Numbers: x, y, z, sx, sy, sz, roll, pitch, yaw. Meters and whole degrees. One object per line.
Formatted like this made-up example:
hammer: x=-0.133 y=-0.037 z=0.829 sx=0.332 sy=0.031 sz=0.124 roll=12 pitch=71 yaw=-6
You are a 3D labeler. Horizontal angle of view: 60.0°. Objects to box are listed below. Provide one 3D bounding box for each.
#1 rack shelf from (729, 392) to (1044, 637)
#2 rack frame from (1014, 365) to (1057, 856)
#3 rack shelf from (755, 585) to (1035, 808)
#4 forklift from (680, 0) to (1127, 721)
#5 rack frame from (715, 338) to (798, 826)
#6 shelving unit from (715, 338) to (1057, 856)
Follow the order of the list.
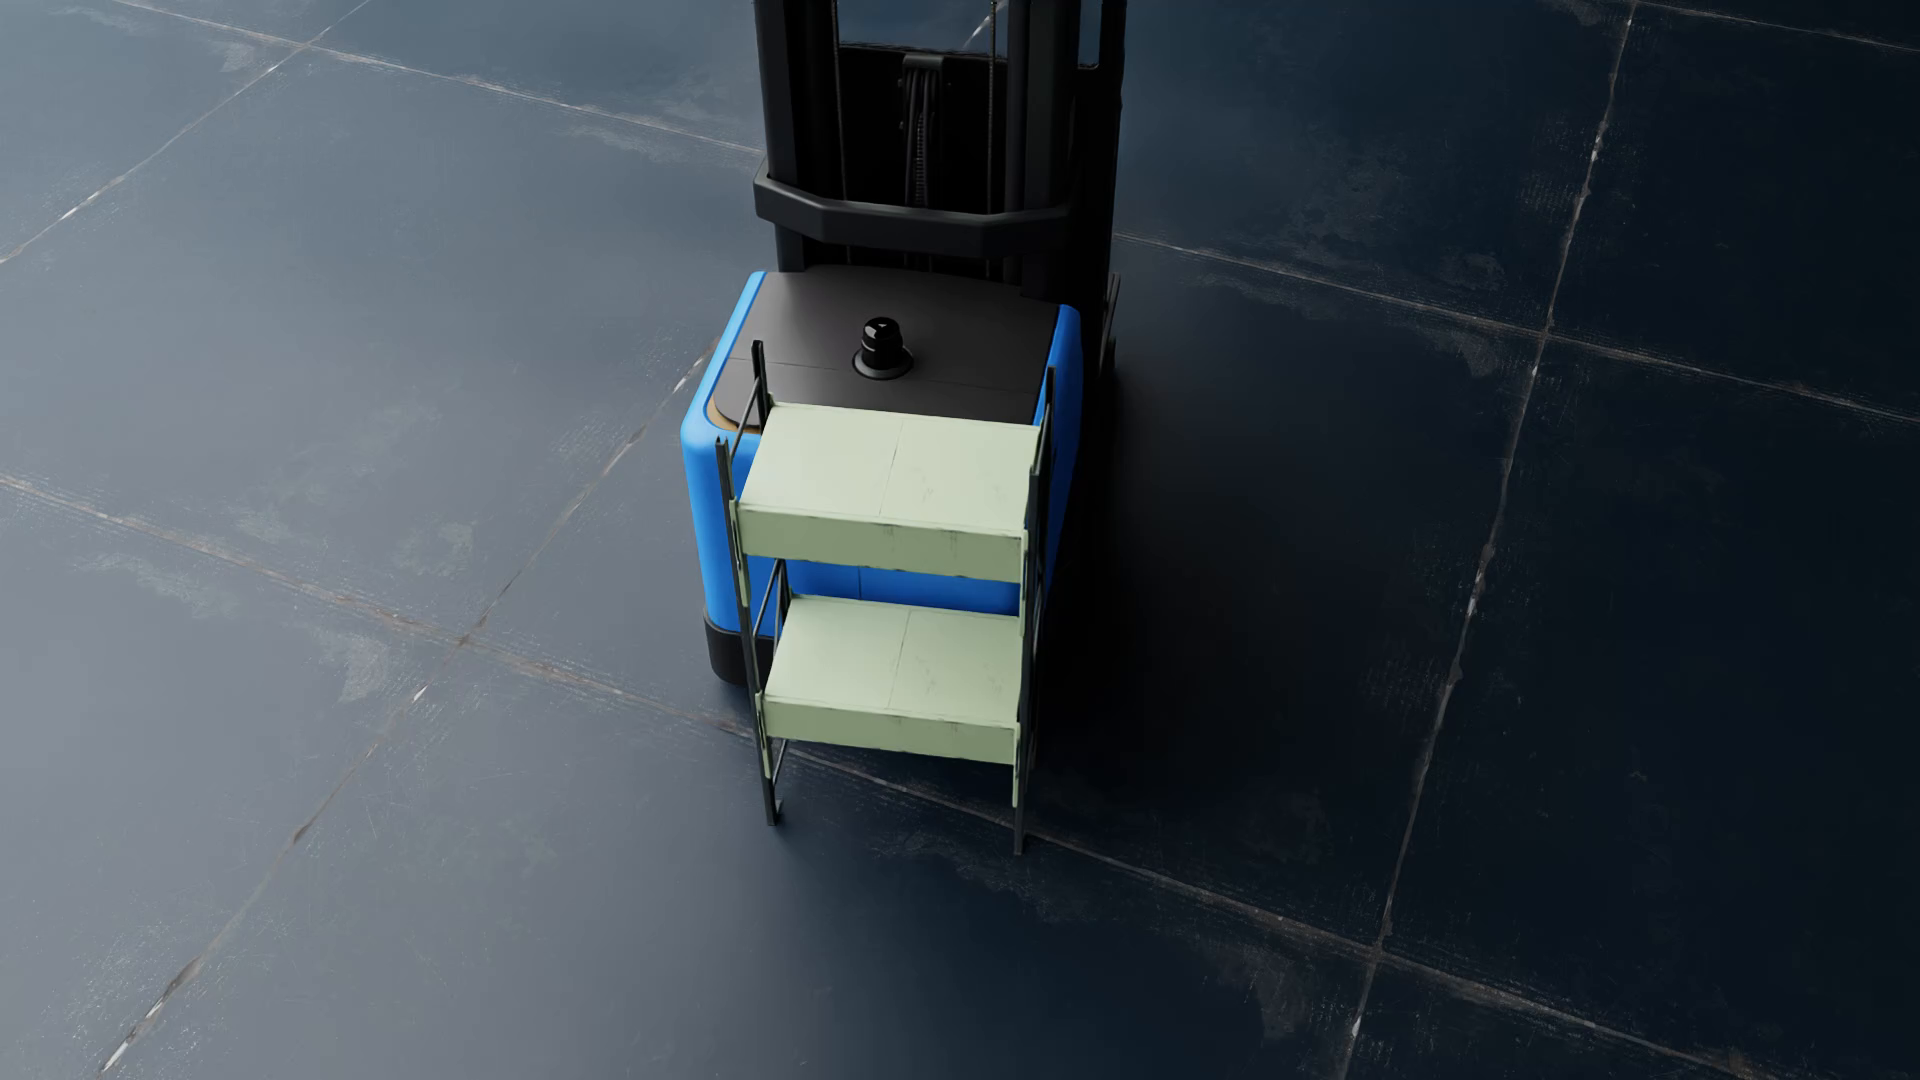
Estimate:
rack shelf: x=-0.166 y=-0.068 z=4.202 sx=0.720 sy=0.370 sz=0.431 roll=6 pitch=45 yaw=6
rack frame: x=0.196 y=0.245 z=4.440 sx=0.023 sy=1.500 sz=0.400 roll=6 pitch=45 yaw=6
rack shelf: x=-0.166 y=0.439 z=4.707 sx=0.720 sy=0.370 sz=0.431 roll=6 pitch=45 yaw=6
forklift: x=-0.015 y=-1.533 z=5.212 sx=1.130 sy=2.935 sz=3.031 roll=7 pitch=45 yaw=7
rack frame: x=-0.529 y=0.172 z=4.514 sx=0.023 sy=1.500 sz=0.400 roll=6 pitch=45 yaw=6
shelving unit: x=-0.166 y=0.208 z=4.477 sx=0.755 sy=1.500 sz=0.431 roll=6 pitch=45 yaw=6
